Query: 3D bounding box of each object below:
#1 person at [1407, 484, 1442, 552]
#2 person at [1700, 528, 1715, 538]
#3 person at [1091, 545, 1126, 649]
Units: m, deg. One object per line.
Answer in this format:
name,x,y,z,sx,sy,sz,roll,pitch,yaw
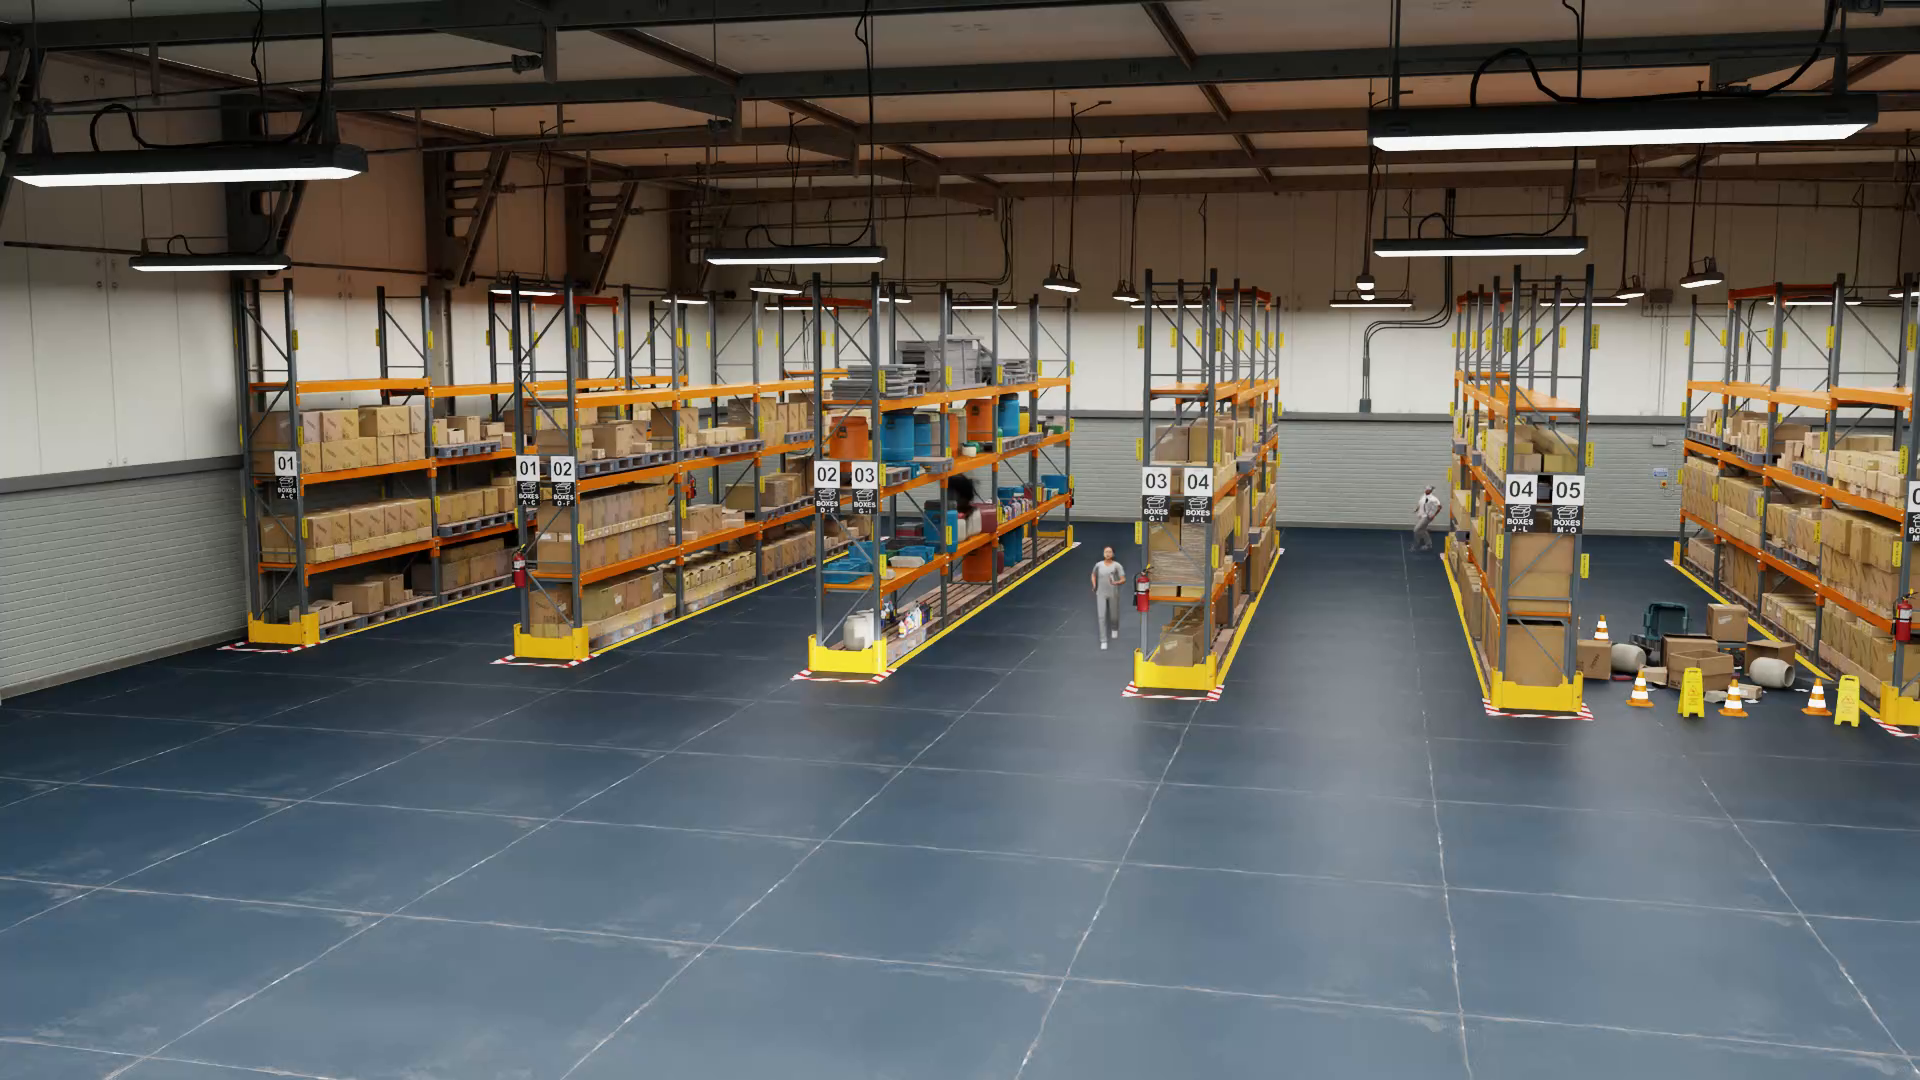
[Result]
person,11.023,-0.511,39.363,0.651,1.685,0.735,-2,7,-15
person,17.312,-0.359,38.244,0.585,1.551,0.799,4,8,33
person,2.390,0.901,26.912,0.577,1.639,0.881,1,7,12
